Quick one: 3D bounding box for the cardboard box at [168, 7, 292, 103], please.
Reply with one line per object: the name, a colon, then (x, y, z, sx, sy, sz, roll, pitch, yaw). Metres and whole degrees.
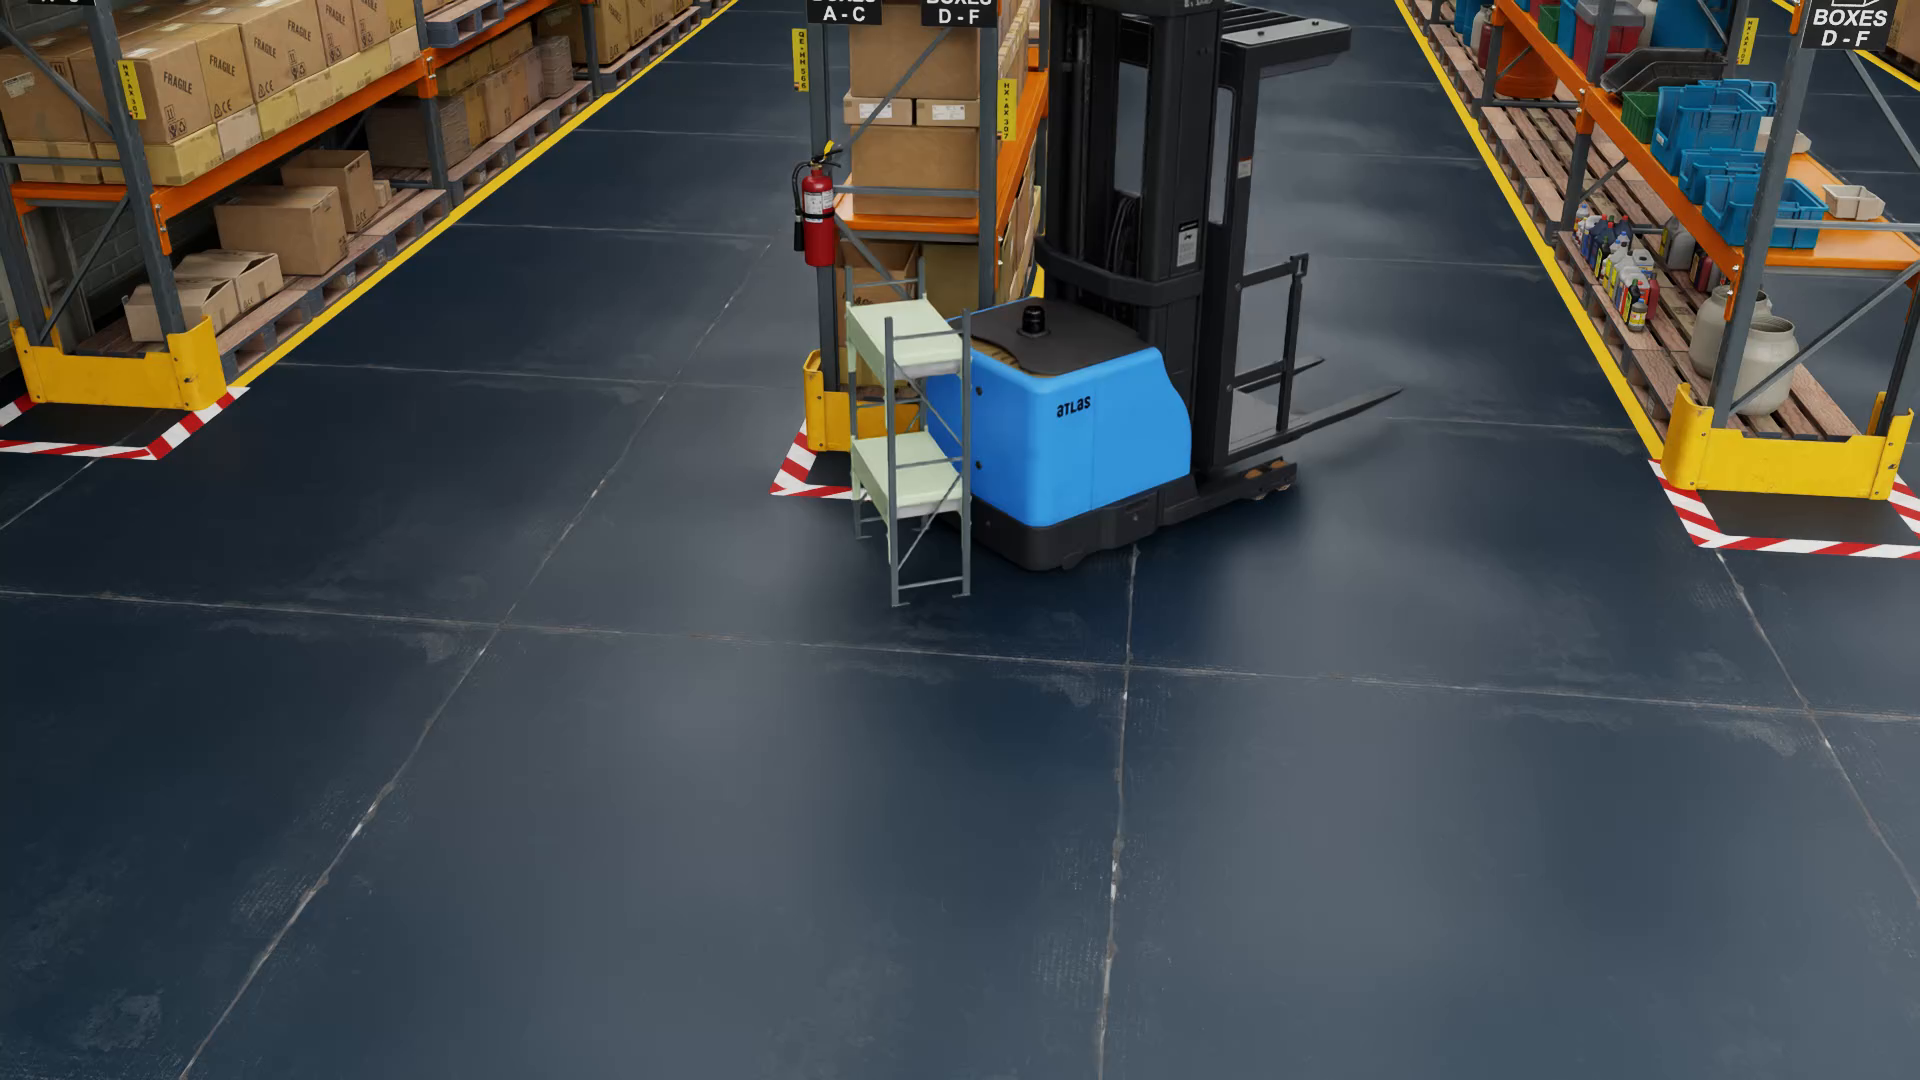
cardboard box: (-4.721, -3.145, 10.772, 0.500, 0.500, 0.500, 2, 28, 5)

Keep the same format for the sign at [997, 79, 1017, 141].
sign: (0.249, -2.285, 8.832, 0.100, 0.325, 0.005, 3, 28, 6)

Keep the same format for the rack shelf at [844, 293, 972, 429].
rack shelf: (-0.255, -0.870, 7.960, 0.431, 0.370, 0.720, -9, 29, -15)

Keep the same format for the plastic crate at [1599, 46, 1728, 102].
plastic crate: (4.914, -3.231, 11.650, 0.767, 0.338, 0.504, 3, 28, 6)

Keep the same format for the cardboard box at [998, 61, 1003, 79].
cardboard box: (0.055, -2.766, 9.933, 0.380, 0.149, 0.250, 3, 28, 5)

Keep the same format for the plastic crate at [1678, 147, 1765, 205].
plastic crate: (4.464, -2.107, 9.656, 0.499, 0.251, 0.408, 3, 28, 6)

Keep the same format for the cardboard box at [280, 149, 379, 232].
cardboard box: (-4.815, -2.675, 12.725, 0.500, 0.500, 0.500, 1, 28, 2)

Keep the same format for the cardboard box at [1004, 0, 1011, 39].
cardboard box: (-0.044, -3.484, 10.581, 0.700, 0.500, 0.500, 3, 28, 6)

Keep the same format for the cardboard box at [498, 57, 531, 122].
cardboard box: (-4.486, -4.236, 15.622, 0.700, 0.500, 0.500, 3, 28, 6)

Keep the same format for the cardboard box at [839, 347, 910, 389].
cardboard box: (-0.529, -1.148, 10.174, 0.500, 0.250, 0.500, 3, 28, 6)

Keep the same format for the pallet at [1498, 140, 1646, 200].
pallet: (5.309, -3.217, 14.500, 1.003, 0.211, 1.213, 3, 28, 6)

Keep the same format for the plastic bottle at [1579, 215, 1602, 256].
plastic bottle: (4.618, -2.213, 12.104, 0.152, 0.276, 0.135, 4, 29, 8)

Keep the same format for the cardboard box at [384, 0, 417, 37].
cardboard box: (-4.479, -4.105, 12.554, 0.500, 0.500, 0.500, 3, 28, 6)

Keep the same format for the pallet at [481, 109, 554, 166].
pallet: (-4.487, -3.788, 15.558, 1.003, 0.211, 1.213, 3, 28, 6)

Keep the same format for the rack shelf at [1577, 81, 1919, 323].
rack shelf: (4.859, -2.239, 10.502, 1.077, 0.370, 4.000, 3, 28, 6)

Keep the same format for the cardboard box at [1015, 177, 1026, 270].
cardboard box: (0.172, -2.154, 11.251, 0.500, 0.500, 0.500, 3, 28, 6)

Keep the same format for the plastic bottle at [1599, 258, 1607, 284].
plastic bottle: (4.513, -1.882, 11.568, 0.097, 0.201, 0.097, 0, 28, 0)

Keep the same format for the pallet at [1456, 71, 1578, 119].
pallet: (5.650, -4.526, 16.929, 1.003, 0.211, 1.213, 3, 28, 6)

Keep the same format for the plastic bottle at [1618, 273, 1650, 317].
plastic bottle: (4.462, -1.616, 10.995, 0.152, 0.276, 0.135, 4, 29, 7)

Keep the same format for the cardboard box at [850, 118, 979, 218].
cardboard box: (-0.231, -2.167, 9.504, 0.700, 0.500, 0.500, 3, 28, 6)

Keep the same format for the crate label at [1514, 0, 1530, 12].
crate label: (5.204, -4.944, 14.727, 0.502, 0.435, 0.616, 3, 28, 6)

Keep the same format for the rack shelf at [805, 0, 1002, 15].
rack shelf: (-0.056, -3.849, 10.328, 1.077, 0.370, 4.000, 3, 28, 6)

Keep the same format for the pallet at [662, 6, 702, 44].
pallet: (-3.767, -6.243, 20.116, 1.003, 0.211, 1.213, 3, 28, 6)

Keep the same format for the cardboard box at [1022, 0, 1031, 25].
cardboard box: (0.306, -3.736, 11.733, 0.380, 0.149, 0.250, 3, 28, 5)

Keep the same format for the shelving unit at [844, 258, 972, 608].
shelving unit: (-0.255, -0.526, 8.145, 0.431, 1.500, 0.755, -9, 29, -15)

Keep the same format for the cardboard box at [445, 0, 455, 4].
cardboard box: (-4.556, -4.811, 13.948, 0.700, 0.500, 0.500, 6, 29, 11)

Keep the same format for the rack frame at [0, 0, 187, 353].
rack frame: (-5.218, -2.190, 9.653, 1.000, 3.000, 0.127, 3, 28, 6)

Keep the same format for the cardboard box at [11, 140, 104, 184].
cardboard box: (-5.353, -2.364, 10.113, 0.500, 0.250, 0.500, 4, 29, 7)

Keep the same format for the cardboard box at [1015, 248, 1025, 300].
cardboard box: (0.171, -1.824, 11.429, 0.500, 0.250, 0.500, 3, 28, 6)

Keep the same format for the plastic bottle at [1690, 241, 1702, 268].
plastic bottle: (5.288, -2.114, 11.841, 0.144, 0.351, 0.185, 2, 28, 4)

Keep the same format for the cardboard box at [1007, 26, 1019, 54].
cardboard box: (0.182, -3.253, 10.837, 0.380, 0.149, 0.250, 4, 29, 8)

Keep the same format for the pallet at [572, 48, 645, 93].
pallet: (-4.066, -5.095, 17.985, 1.003, 0.211, 1.213, 3, 28, 6)

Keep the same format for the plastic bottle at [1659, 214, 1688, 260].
plastic bottle: (5.169, -2.213, 12.025, 0.144, 0.351, 0.185, 3, 28, 6)

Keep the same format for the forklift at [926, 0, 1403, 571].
forklift: (1.252, -1.687, 8.791, 3.031, 2.935, 1.130, -20, 34, -33)

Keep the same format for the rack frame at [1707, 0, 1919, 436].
rack frame: (4.614, -1.614, 8.584, 1.000, 3.000, 0.127, 3, 28, 6)

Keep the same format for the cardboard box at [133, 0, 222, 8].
cardboard box: (-5.179, -3.414, 11.271, 0.500, 0.500, 0.500, 4, 29, 7)

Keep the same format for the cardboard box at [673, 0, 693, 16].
cardboard box: (-3.698, -6.764, 19.966, 0.750, 0.750, 0.750, 4, 29, 7)

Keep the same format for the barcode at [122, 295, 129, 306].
barcode: (-5.439, -1.556, 10.838, 0.001, 0.075, 0.075, 3, 28, 6)

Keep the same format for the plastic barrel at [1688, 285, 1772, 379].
plastic barrel: (4.681, -1.254, 10.096, 0.421, 0.512, 0.421, 0, 28, 0)

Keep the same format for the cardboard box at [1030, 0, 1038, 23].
cardboard box: (0.364, -4.439, 13.722, 0.500, 0.500, 0.500, 5, 29, 10)

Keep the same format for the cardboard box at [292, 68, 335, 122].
cardboard box: (-4.661, -3.067, 11.417, 0.500, 0.250, 0.500, 4, 29, 7)

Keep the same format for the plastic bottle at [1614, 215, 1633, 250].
plastic bottle: (4.737, -2.160, 11.927, 0.144, 0.351, 0.185, 3, 28, 6)

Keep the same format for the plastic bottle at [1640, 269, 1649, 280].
plastic bottle: (4.621, -1.740, 11.304, 0.097, 0.201, 0.097, 0, 28, 0)

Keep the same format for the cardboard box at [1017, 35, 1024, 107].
cardboard box: (0.083, -3.373, 11.743, 0.700, 0.500, 0.500, 3, 28, 6)

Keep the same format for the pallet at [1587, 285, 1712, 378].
pallet: (4.834, -1.380, 11.089, 1.003, 0.211, 1.213, 3, 28, 6)

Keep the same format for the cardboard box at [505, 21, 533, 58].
cardboard box: (-4.406, -4.773, 15.827, 0.500, 0.250, 0.500, 4, 29, 7)

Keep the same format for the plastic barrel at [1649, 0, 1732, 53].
plastic barrel: (5.453, -3.882, 12.265, 0.600, 0.901, 0.708, 3, 28, 6)

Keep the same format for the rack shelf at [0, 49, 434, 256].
rack shelf: (-4.973, -2.815, 11.571, 1.077, 0.370, 4.000, 3, 28, 6)

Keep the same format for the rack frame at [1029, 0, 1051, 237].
rack frame: (0.189, -3.787, 12.616, 1.000, 3.000, 0.127, 3, 28, 6)

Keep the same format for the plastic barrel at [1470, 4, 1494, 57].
plastic barrel: (5.757, -5.504, 17.983, 0.421, 0.512, 0.421, 0, 28, 0)

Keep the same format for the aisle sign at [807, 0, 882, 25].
aisle sign: (-0.601, -3.035, 8.479, 0.394, 0.787, 0.004, 3, 28, 6)

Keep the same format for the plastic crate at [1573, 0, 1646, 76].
plastic crate: (4.860, -3.771, 12.520, 0.402, 0.464, 0.583, 3, 28, 6)

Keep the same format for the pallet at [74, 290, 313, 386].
pallet: (-5.074, -1.379, 11.086, 1.003, 0.211, 1.213, 3, 28, 6)

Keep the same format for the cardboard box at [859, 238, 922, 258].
cardboard box: (-0.423, -1.950, 10.872, 0.500, 0.500, 0.500, 3, 28, 6)
